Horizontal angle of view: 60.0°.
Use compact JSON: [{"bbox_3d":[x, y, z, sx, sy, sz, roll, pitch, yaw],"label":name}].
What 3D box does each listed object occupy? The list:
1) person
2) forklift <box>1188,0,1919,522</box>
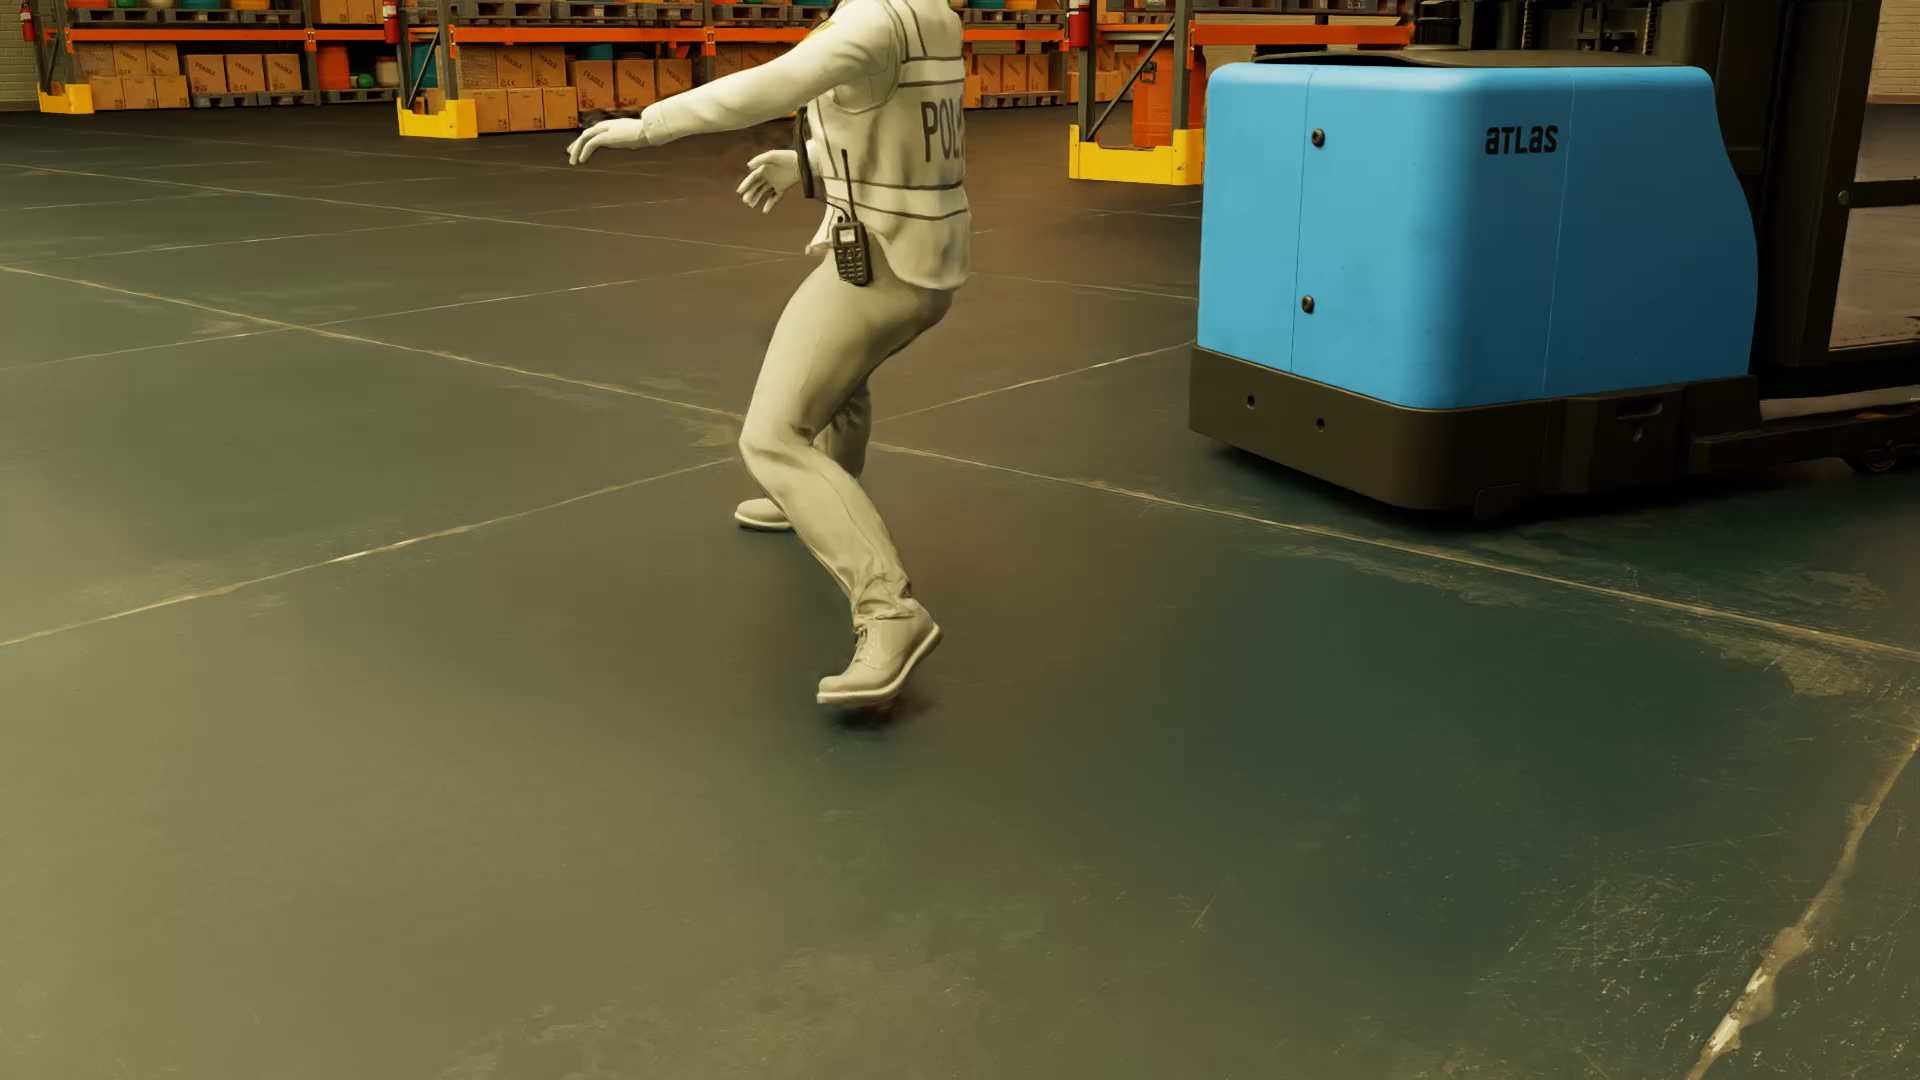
[{"bbox_3d":[-0.299,-0.572,3.290,0.787,1.466,1.248,5,18,15],"label":"person"},{"bbox_3d":[2.211,-1.718,4.554,3.031,2.935,1.130,-8,19,-24],"label":"forklift"}]
